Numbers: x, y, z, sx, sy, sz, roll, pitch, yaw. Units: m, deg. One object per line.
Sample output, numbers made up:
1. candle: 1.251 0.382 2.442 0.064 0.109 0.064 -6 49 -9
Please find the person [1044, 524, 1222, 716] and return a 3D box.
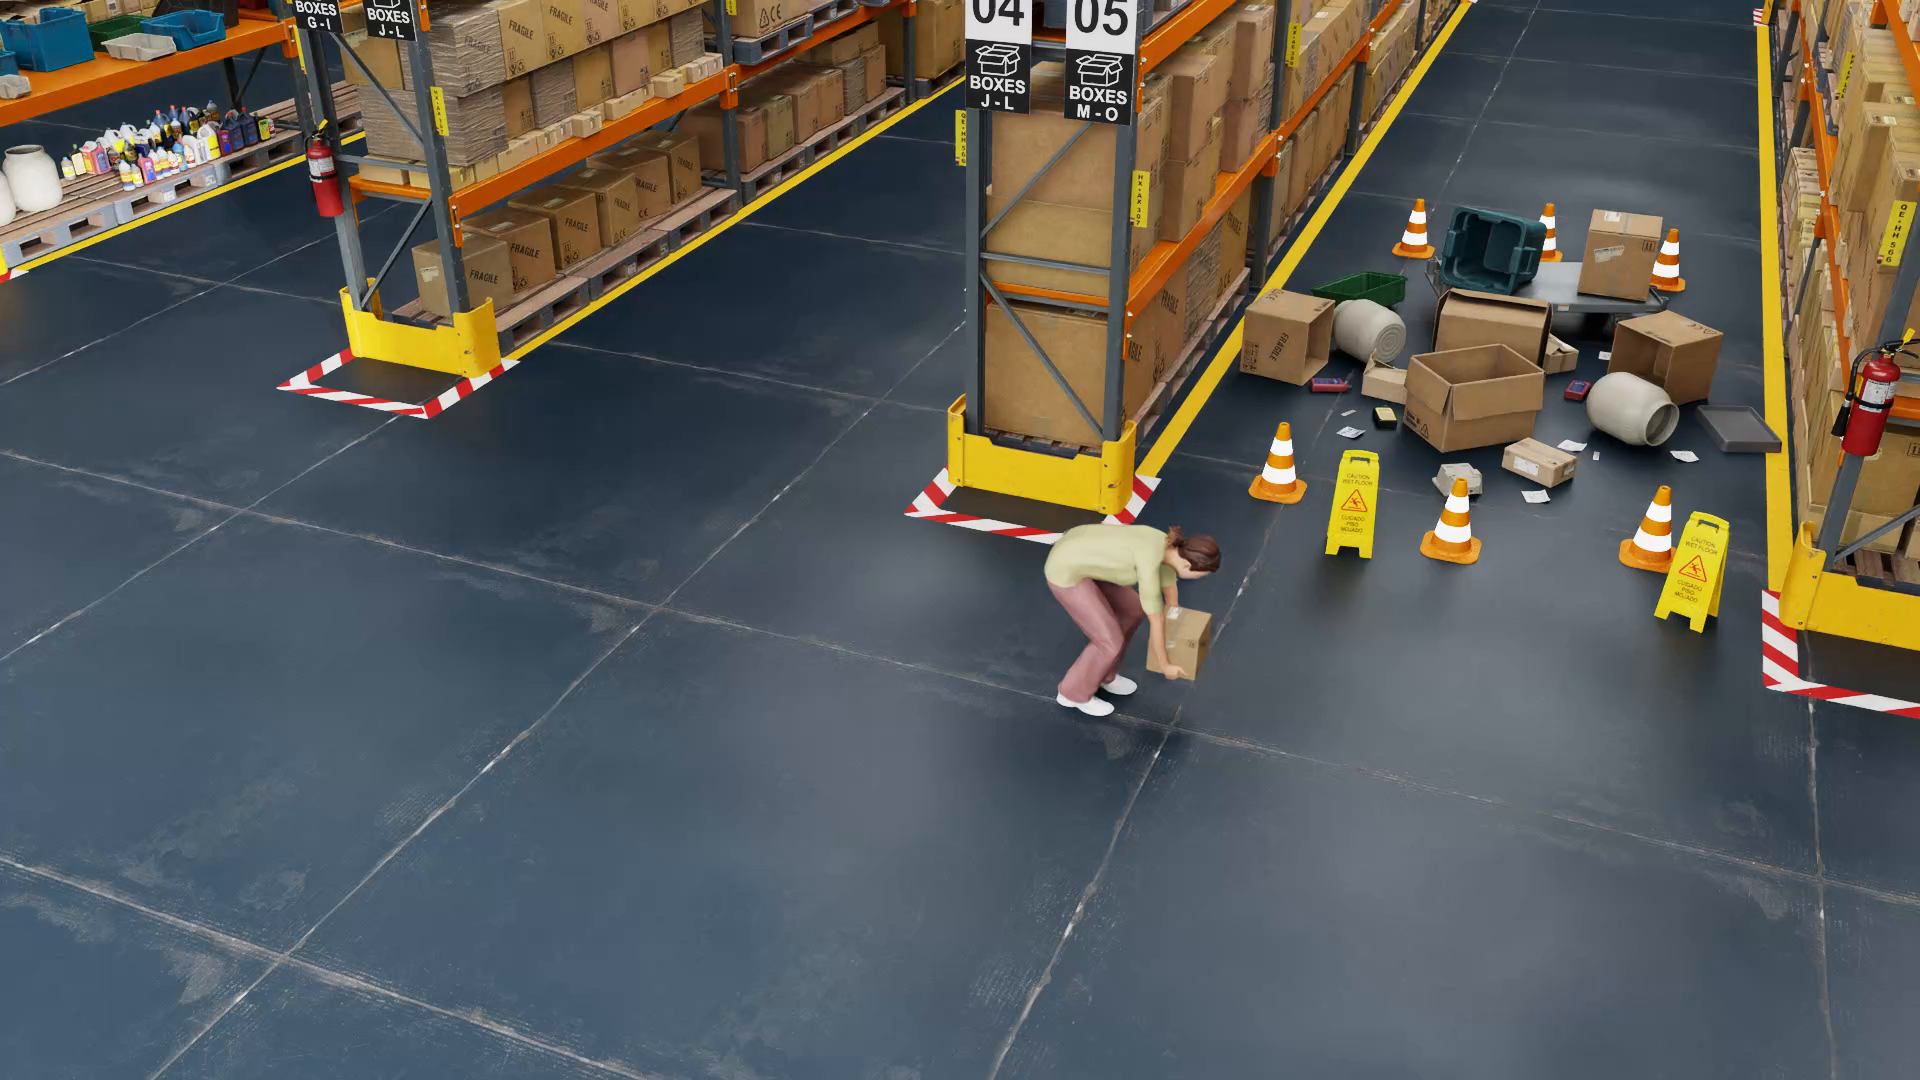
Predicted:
1. person: 0.849 0.392 8.347 0.865 1.042 0.449 10 31 17
